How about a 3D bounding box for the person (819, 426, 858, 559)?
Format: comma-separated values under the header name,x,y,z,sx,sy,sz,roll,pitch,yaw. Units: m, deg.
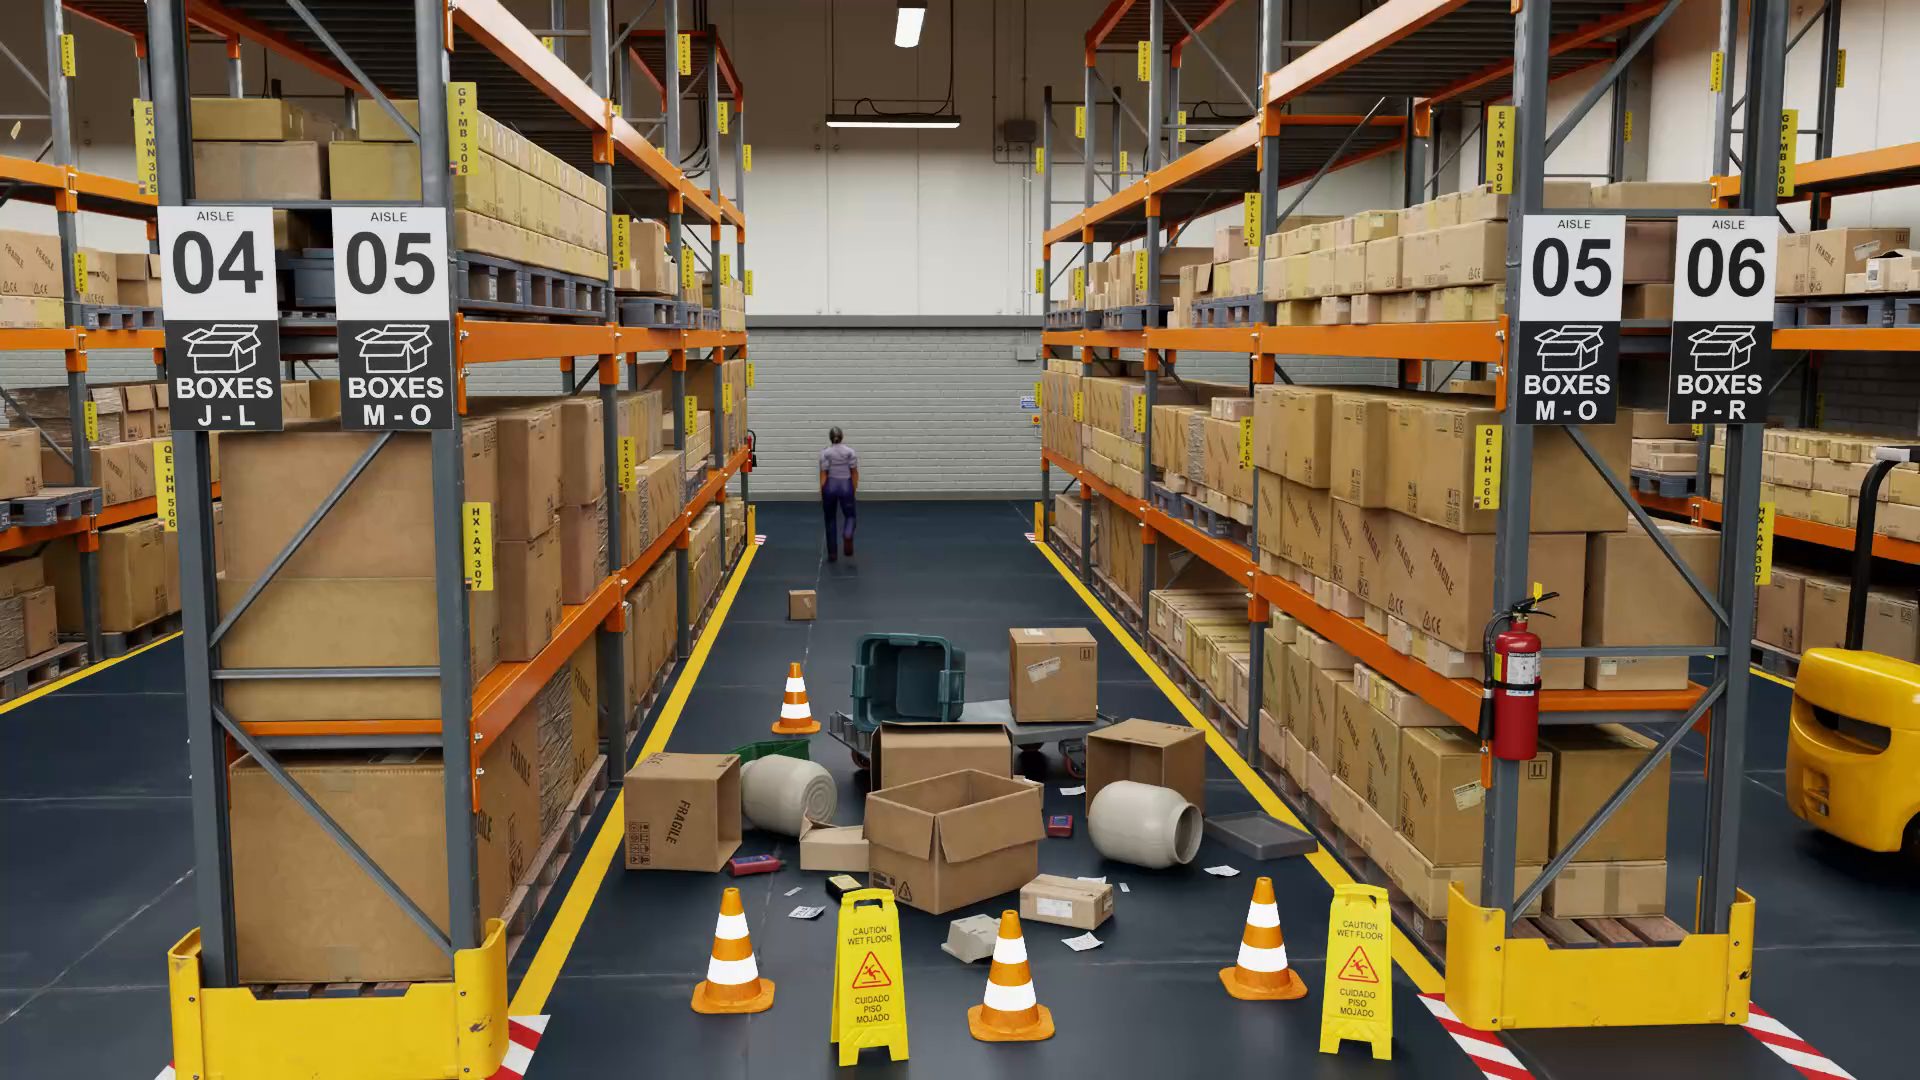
name,x,y,z,sx,sy,sz,roll,pitch,yaw
person,-1.480,-0.572,20.333,0.473,1.632,0.632,-1,7,-5
